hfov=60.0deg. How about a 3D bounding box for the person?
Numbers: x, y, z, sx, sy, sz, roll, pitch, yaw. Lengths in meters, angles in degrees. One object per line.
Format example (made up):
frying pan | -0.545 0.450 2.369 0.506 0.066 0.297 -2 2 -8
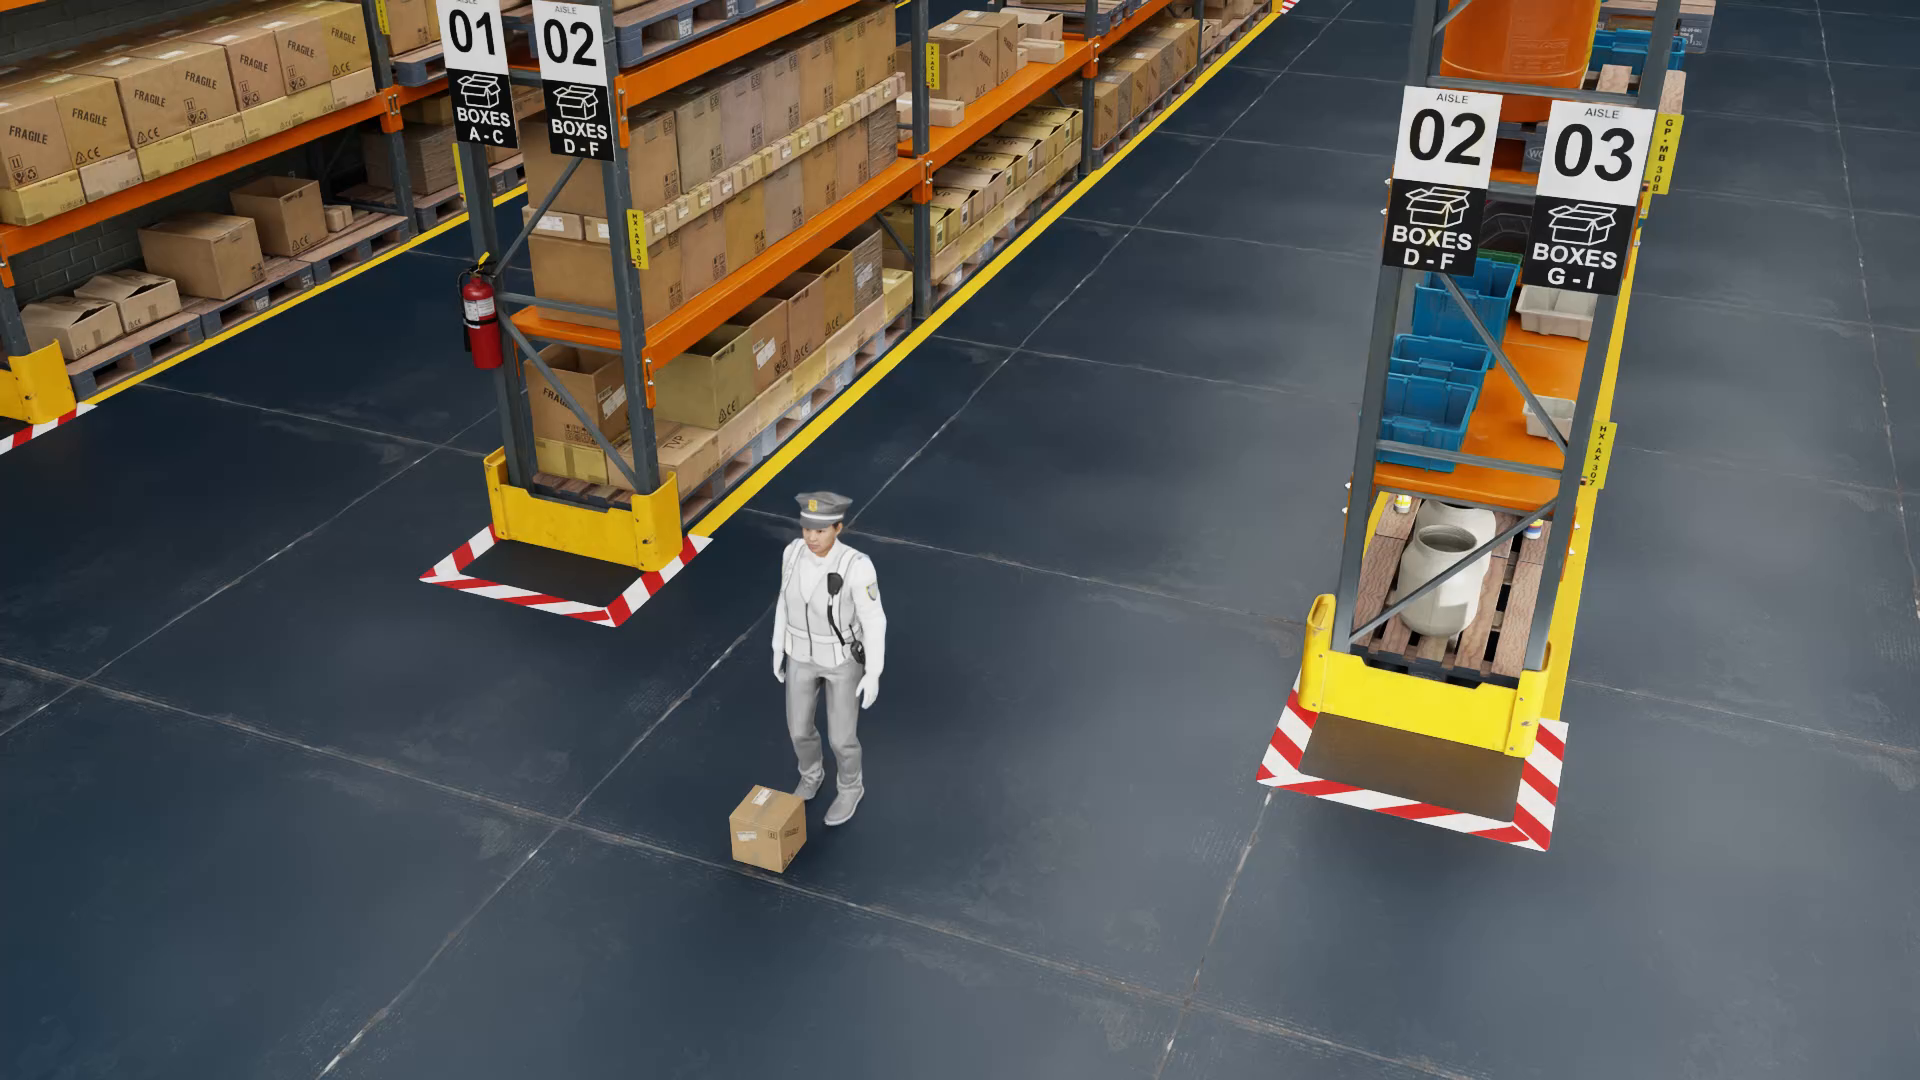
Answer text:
person | -0.584 0.563 7.483 0.568 1.759 0.347 11 32 19
